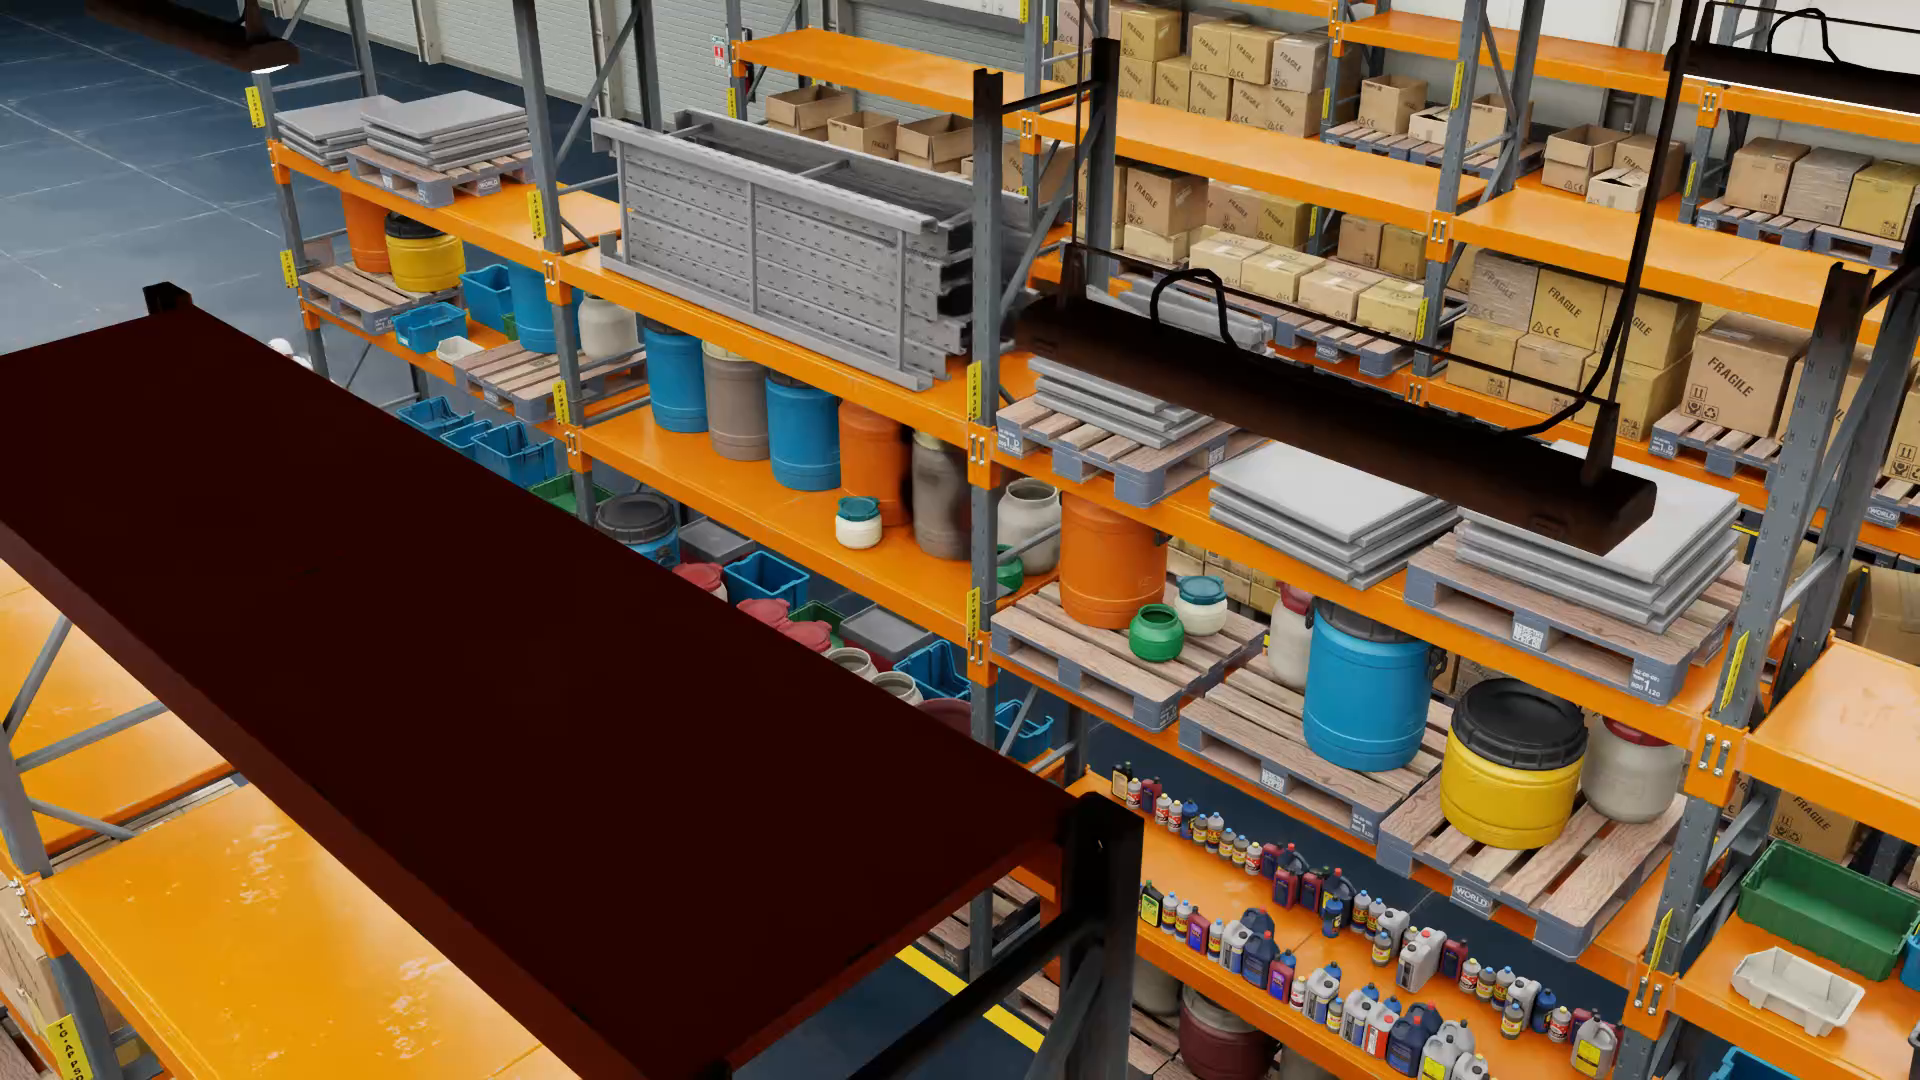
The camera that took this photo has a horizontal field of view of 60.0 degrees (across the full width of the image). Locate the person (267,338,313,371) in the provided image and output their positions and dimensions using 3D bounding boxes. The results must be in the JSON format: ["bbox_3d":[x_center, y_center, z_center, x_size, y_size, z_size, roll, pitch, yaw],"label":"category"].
[{"bbox_3d":[-6.487,-1.318,16.936,0.915,1.615,0.625,-14,32,-23],"label":"person"}]
